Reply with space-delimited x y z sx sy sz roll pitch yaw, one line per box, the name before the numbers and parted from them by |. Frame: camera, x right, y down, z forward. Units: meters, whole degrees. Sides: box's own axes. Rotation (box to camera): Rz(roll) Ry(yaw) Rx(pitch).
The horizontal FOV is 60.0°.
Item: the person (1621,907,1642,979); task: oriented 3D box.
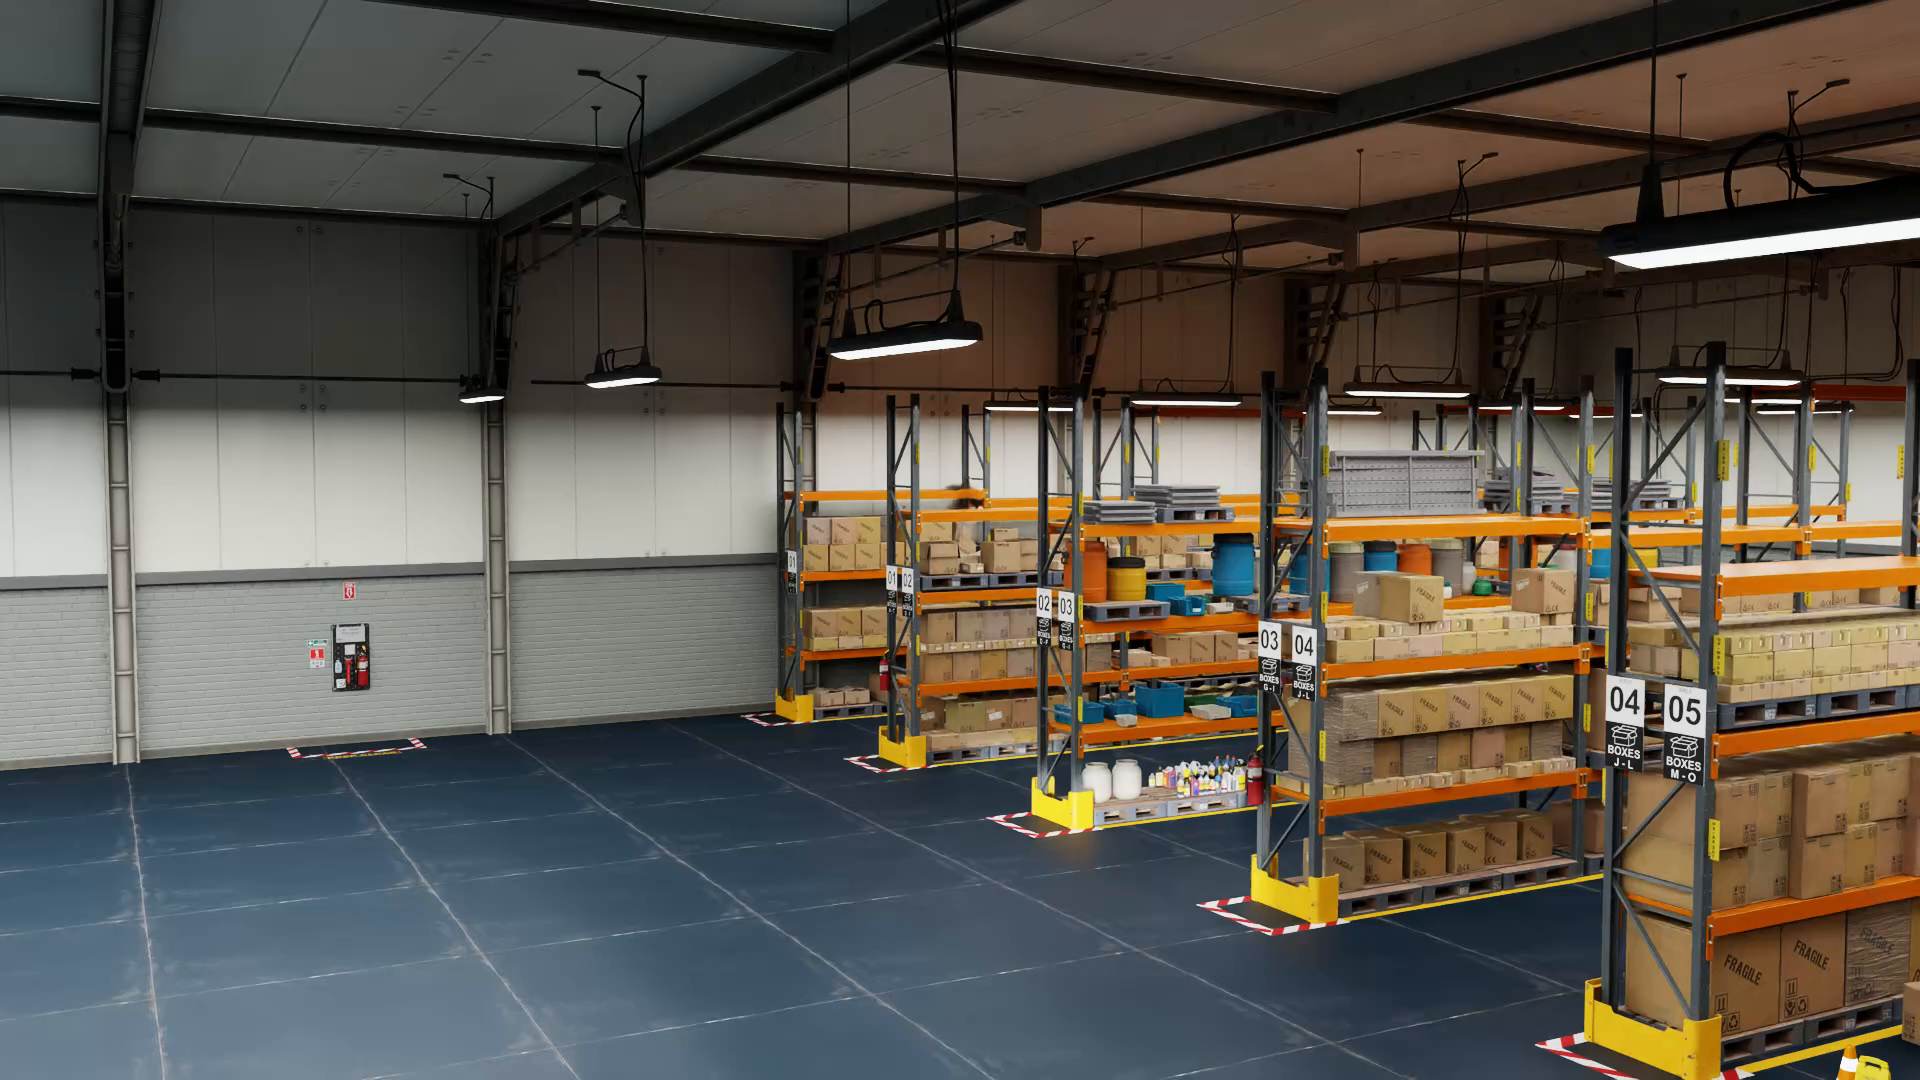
person | 6.666 3.393 16.224 0.389 1.753 0.521 2 4 31
